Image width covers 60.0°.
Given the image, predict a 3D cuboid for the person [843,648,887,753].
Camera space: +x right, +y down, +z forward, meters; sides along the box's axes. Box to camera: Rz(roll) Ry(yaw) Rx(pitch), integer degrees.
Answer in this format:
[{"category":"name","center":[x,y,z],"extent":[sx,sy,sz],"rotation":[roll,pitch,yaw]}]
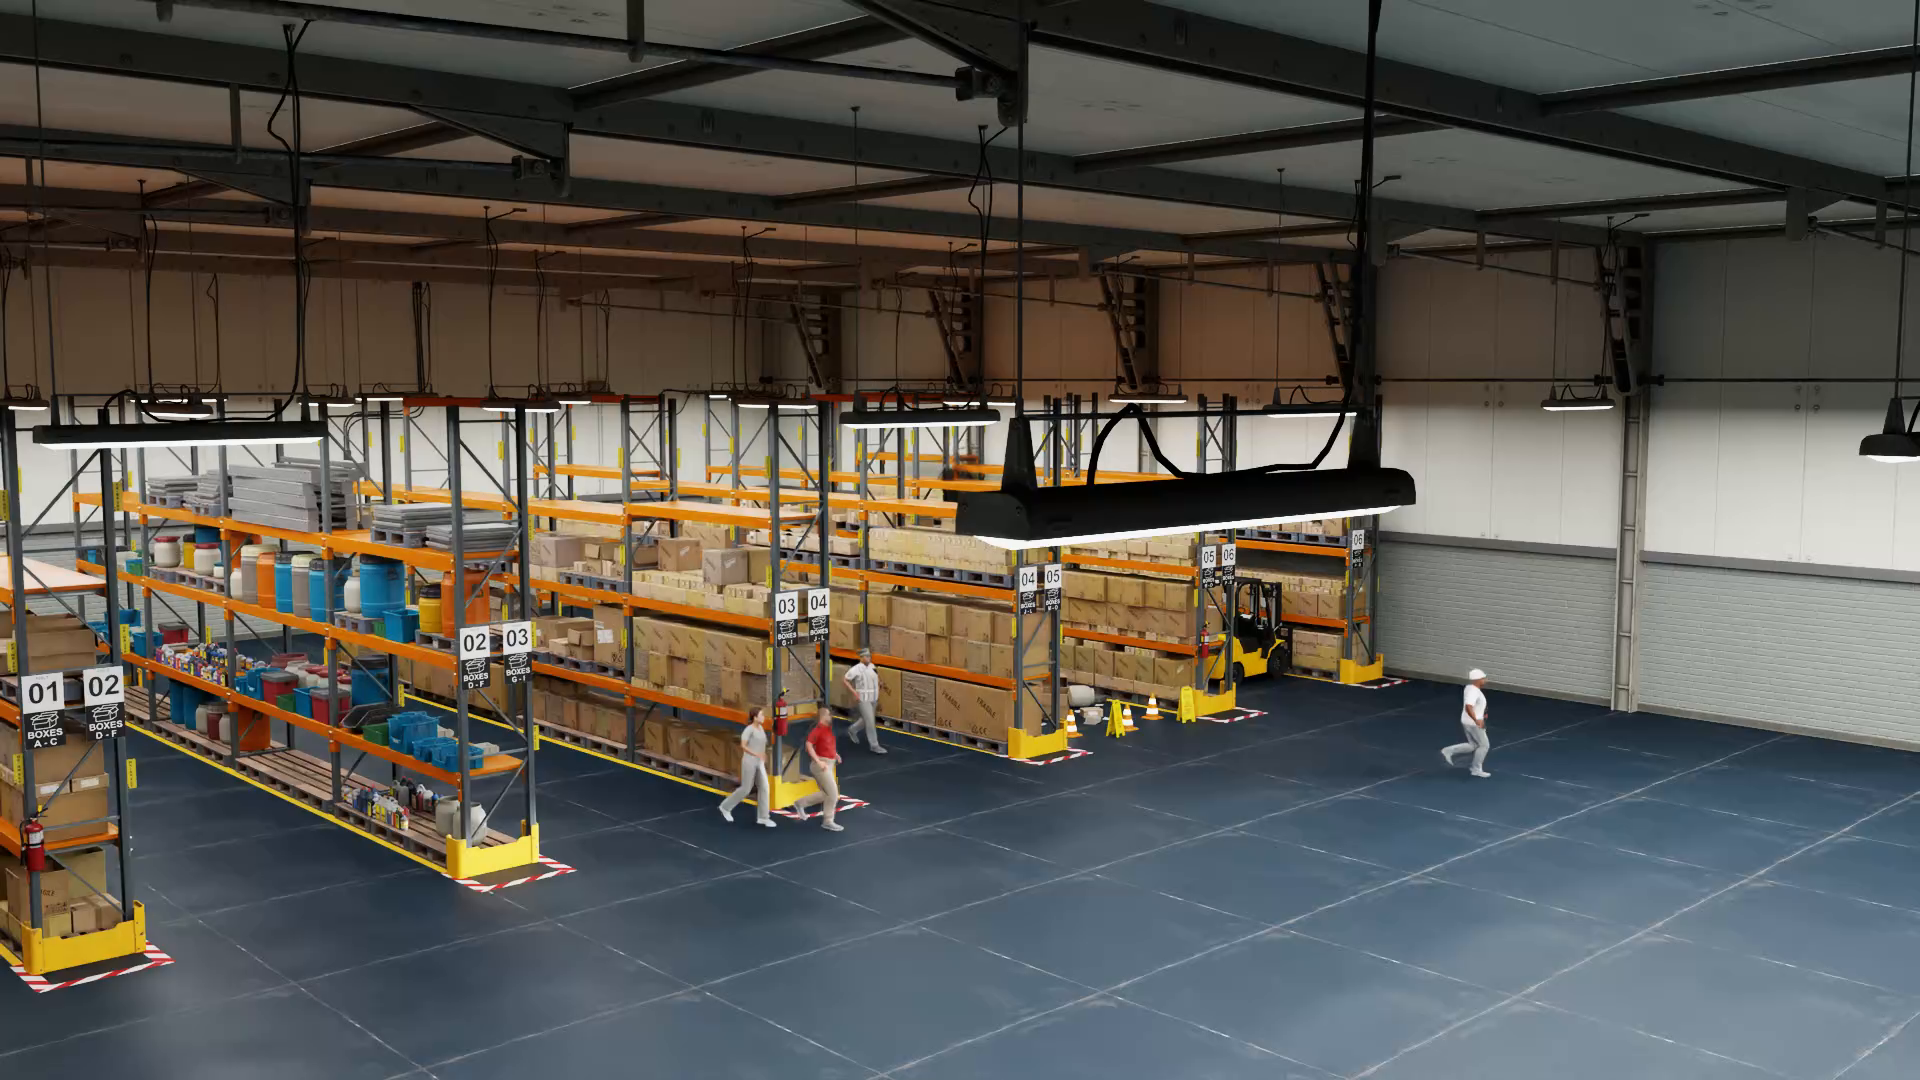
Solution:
[{"category":"person","center":[-1.597,2.697,28.303],"extent":[0.962,1.757,0.668],"rotation":[4,7,36]}]

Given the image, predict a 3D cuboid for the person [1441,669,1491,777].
[{"category":"person","center":[8.096,2.917,26.525],"extent":[0.770,1.723,0.683],"rotation":[1,6,6]}]

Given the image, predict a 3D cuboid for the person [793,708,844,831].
[{"category":"person","center":[-1.988,3.229,23.607],"extent":[0.780,1.690,0.704],"rotation":[1,6,9]}]

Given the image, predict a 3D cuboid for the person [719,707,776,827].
[{"category":"person","center":[-2.942,3.202,23.754],"extent":[0.872,1.656,0.623],"rotation":[2,6,23]}]
